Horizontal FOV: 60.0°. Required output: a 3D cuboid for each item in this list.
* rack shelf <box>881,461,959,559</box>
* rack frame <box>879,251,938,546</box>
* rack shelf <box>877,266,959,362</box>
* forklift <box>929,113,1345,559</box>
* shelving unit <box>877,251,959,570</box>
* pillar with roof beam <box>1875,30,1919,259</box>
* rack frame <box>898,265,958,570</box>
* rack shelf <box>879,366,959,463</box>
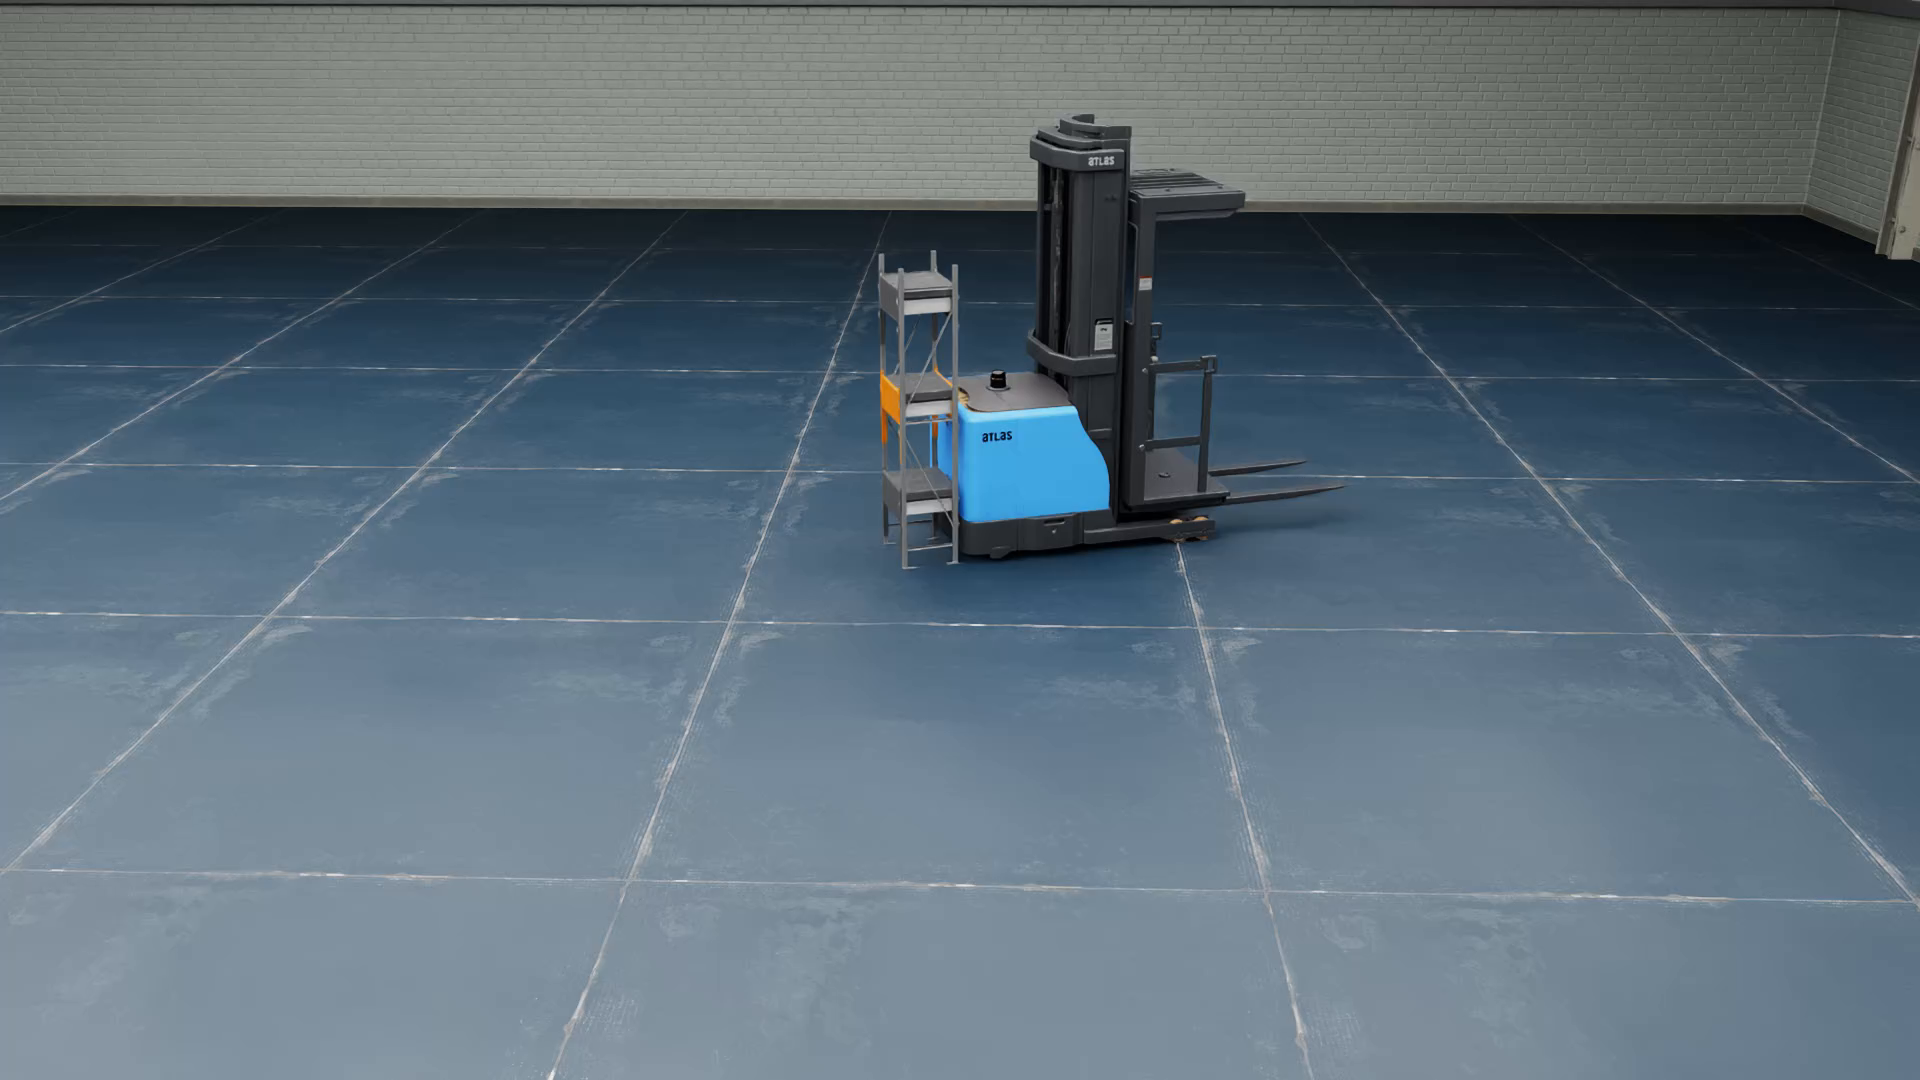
[{"bbox_3d":[-0.281,-0.213,11.648,0.431,0.518,0.480,-6,22,-16],"label":"rack shelf"},{"bbox_3d":[-0.354,-0.963,11.607,0.400,2.100,0.015,-6,22,-16],"label":"rack frame"},{"bbox_3d":[-0.281,-1.518,11.142,0.431,0.518,0.480,-6,22,-16],"label":"rack shelf"},{"bbox_3d":[1.338,-1.522,11.899,3.031,2.935,1.130,-6,22,-15],"label":"forklift"},{"bbox_3d":[-0.281,-0.878,11.390,0.431,2.100,0.503,-6,22,-16],"label":"shelving unit"},{"bbox_3d":[7.764,-7.909,19.973,9.100,9.000,0.400,1,21,2],"label":"pillar with roof beam"},{"bbox_3d":[-0.208,-0.794,11.173,0.400,2.100,0.015,-6,22,-16],"label":"rack frame"},{"bbox_3d":[-0.281,-0.866,11.395,0.431,0.518,0.480,-6,22,-16],"label":"rack shelf"}]
